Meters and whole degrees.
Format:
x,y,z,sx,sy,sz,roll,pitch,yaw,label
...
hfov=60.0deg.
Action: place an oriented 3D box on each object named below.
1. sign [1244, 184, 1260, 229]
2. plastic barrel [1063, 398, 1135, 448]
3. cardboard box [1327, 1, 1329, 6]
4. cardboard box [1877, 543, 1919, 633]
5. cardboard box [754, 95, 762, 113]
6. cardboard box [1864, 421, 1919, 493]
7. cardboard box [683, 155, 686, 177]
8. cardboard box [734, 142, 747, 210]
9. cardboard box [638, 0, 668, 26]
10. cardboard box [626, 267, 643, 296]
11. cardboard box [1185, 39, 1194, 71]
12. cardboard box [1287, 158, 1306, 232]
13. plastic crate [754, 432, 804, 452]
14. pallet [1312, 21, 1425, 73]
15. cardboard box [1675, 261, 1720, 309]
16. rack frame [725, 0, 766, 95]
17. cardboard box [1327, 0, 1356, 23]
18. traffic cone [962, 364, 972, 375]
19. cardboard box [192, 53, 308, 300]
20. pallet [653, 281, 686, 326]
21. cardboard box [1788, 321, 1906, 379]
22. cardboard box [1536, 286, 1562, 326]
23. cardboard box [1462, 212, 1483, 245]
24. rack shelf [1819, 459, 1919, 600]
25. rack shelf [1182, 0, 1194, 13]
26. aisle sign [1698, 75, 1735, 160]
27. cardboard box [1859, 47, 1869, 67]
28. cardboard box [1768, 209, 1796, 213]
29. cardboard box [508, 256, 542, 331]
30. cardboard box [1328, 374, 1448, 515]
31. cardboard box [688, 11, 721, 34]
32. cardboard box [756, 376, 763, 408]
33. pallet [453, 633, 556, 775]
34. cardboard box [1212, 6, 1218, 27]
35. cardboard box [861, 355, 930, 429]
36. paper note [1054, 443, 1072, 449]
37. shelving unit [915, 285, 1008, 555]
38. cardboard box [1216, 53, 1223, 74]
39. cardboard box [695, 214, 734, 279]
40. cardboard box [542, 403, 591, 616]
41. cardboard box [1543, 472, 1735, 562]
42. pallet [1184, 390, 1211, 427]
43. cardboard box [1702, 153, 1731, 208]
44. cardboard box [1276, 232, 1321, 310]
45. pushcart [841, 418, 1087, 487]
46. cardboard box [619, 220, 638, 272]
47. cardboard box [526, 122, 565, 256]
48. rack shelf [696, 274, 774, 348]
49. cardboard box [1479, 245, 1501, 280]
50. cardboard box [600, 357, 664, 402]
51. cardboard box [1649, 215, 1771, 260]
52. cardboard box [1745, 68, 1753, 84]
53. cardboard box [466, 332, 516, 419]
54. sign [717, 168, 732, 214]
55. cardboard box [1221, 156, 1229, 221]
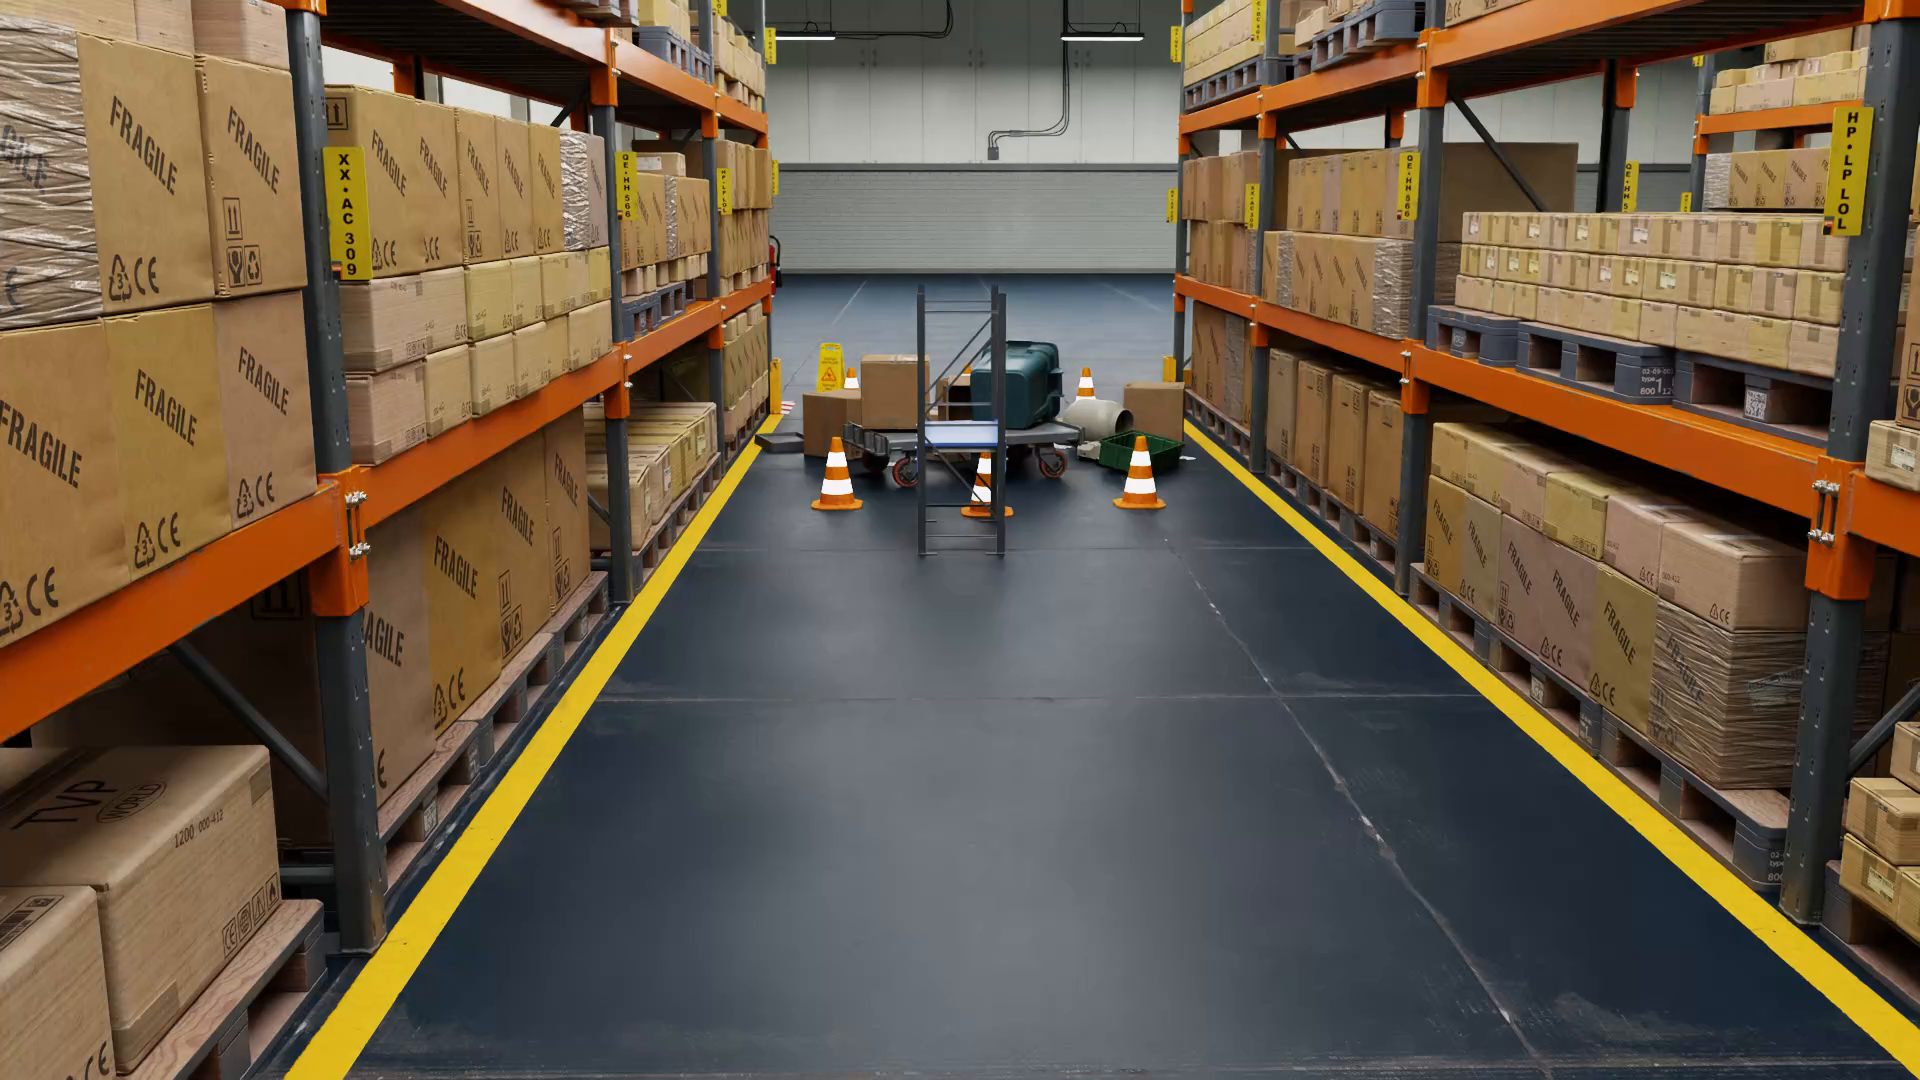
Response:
x,y,z,sx,sy,sz,roll,pitch,yaw,label
2.139,-2.443,12.179,0.100,0.325,0.005,0,11,-1,sign
1.137,-0.939,13.622,0.512,0.421,0.421,9,15,38,plastic barrel
2.963,-3.878,12.405,0.500,0.250,0.500,0,11,-1,cardboard box
3.108,0.112,5.308,0.500,0.250,0.500,-1,11,-4,cardboard box
-2.011,-3.965,15.145,0.380,0.149,0.250,0,11,-1,cardboard box
2.538,-0.211,4.187,0.380,0.149,0.250,0,11,1,cardboard box
-1.991,-2.432,10.818,0.380,0.149,0.250,-1,11,-3,cardboard box
-2.034,-2.817,12.884,0.700,0.500,0.500,0,11,-1,cardboard box
-2.081,-3.227,10.196,0.500,0.250,0.500,0,11,0,cardboard box
-1.923,-1.406,9.019,0.380,0.149,0.250,-1,12,-5,cardboard box
2.364,-4.477,15.362,0.500,0.250,0.500,0,11,-1,cardboard box
2.710,-2.423,11.690,0.700,0.500,0.500,0,11,-2,cardboard box
-1.466,-0.826,13.931,0.402,0.080,0.583,-4,12,-21,plastic crate
2.684,-2.915,9.812,1.003,0.211,1.213,0,11,1,pallet
2.634,-0.855,5.555,0.380,0.149,0.250,-1,11,-3,cardboard box
-2.336,-5.677,15.409,1.000,3.000,0.127,0,11,-1,rack frame
2.460,-3.305,9.704,0.500,0.500,0.500,0,11,-1,cardboard box
0.065,-1.486,16.218,0.336,0.463,0.334,0,11,-1,traffic cone
-1.802,-0.798,3.681,0.500,0.500,0.500,0,11,-2,cardboard box
-2.252,-1.446,10.125,1.003,0.211,1.213,0,11,-1,pallet
2.653,-0.553,4.815,0.380,0.149,0.250,0,11,-2,cardboard box
2.610,-0.966,6.854,0.380,0.149,0.250,0,11,1,cardboard box
2.592,-1.468,7.829,0.380,0.149,0.250,0,11,-1,cardboard box
2.900,0.358,2.559,1.077,0.370,4.000,0,11,-1,rack shelf
2.652,-4.771,13.760,1.077,0.370,4.000,0,11,-1,rack shelf
7.271,-4.063,16.002,0.394,0.787,0.004,0,11,-1,aisle sign
7.322,-3.796,13.054,0.380,0.149,0.250,-1,11,-3,cardboard box
7.653,-2.664,14.649,0.875,0.500,0.500,0,11,-1,cardboard box
-1.850,-0.916,6.150,0.500,0.250,0.500,-1,11,-3,cardboard box
2.832,-0.586,10.003,1.050,0.750,0.750,0,11,0,cardboard box
-1.933,-3.743,12.049,0.380,0.149,0.250,0,11,-2,cardboard box
-2.047,-1.333,14.943,0.500,0.250,0.500,0,11,-1,cardboard box
-2.207,0.619,6.478,1.003,0.211,1.213,0,11,-1,pallet
2.330,-4.399,13.971,0.380,0.149,0.250,0,11,0,cardboard box
-0.474,-1.101,12.325,0.500,0.500,0.500,0,11,-1,cardboard box
0.836,-0.786,13.875,0.172,0.023,0.155,4,12,18,paper note
-0.002,-0.752,9.994,0.538,1.500,1.048,0,11,-1,shelving unit
2.334,-3.958,13.806,0.380,0.149,0.250,0,11,-1,cardboard box
-1.984,-2.225,12.483,0.500,0.500,0.500,0,11,-1,cardboard box
-2.239,-0.174,7.658,0.875,0.875,0.875,0,11,-2,cardboard box
2.568,-0.094,6.325,0.500,0.250,0.500,-1,11,-4,cardboard box
2.706,-1.252,15.700,1.003,0.211,1.213,0,11,-1,pallet
7.311,-3.352,15.523,0.500,0.500,0.500,0,11,-1,cardboard box
2.447,-1.825,11.260,0.500,0.500,0.500,0,11,-1,cardboard box
0.025,-0.676,12.442,1.648,0.377,0.936,-4,12,-21,pushcart
-1.948,-1.638,8.531,0.500,0.500,0.500,-1,11,-3,cardboard box
-1.876,-1.383,6.567,0.500,0.500,0.500,0,11,-1,cardboard box
-2.295,-1.987,14.117,1.077,0.370,4.000,0,11,-1,rack shelf
2.593,-1.265,7.576,0.380,0.149,0.250,0,11,2,cardboard box
-2.534,-1.284,12.817,0.500,0.500,0.500,0,11,-2,cardboard box
2.638,-1.051,5.775,0.380,0.149,0.250,-1,11,-3,cardboard box
7.384,-4.212,15.108,0.380,0.149,0.250,0,11,-2,cardboard box
-1.840,-0.571,5.708,0.500,0.250,0.500,0,11,-2,cardboard box
-1.698,-2.512,11.986,0.100,0.325,0.005,0,11,-1,sign
2.700,-2.980,14.113,0.875,0.550,0.500,0,11,-1,cardboard box
